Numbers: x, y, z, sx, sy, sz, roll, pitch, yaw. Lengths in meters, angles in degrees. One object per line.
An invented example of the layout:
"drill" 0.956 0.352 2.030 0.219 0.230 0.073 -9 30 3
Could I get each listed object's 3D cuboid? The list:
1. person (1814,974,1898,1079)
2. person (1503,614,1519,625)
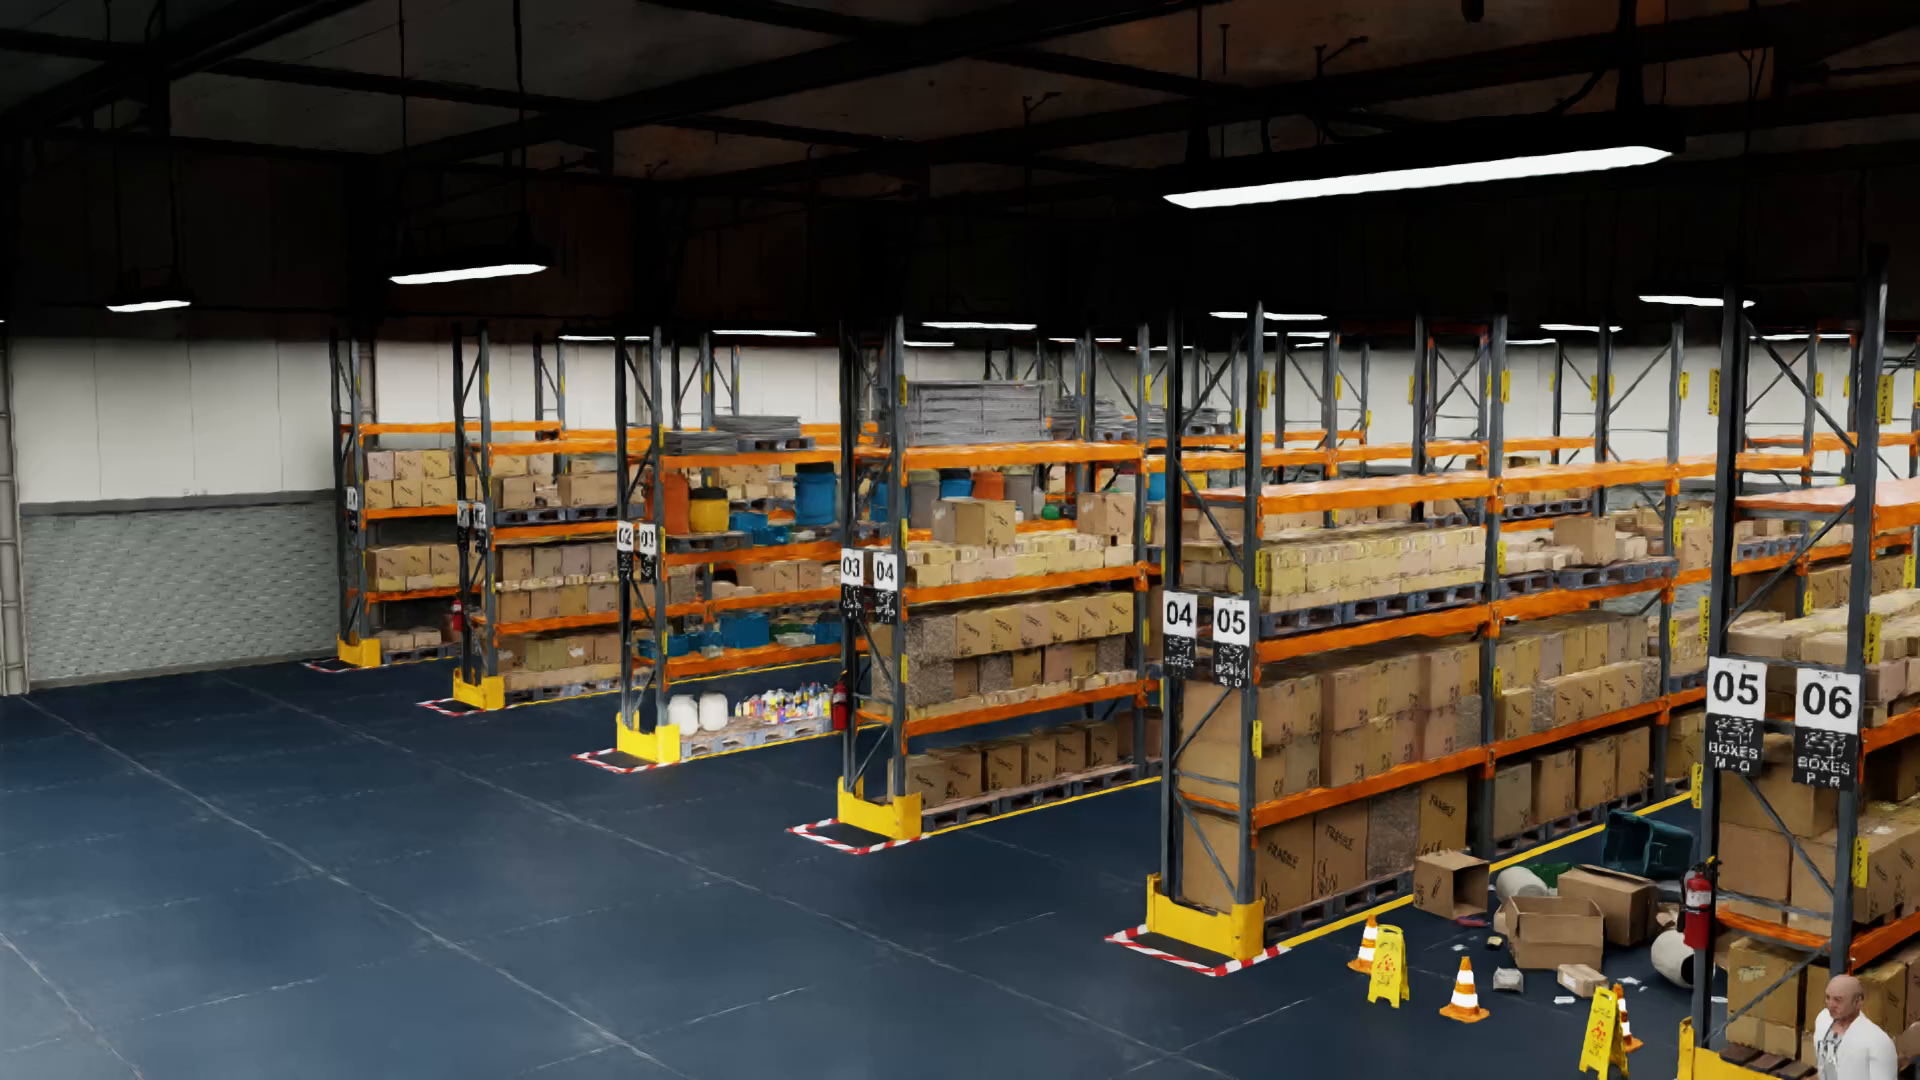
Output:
"person" 5.184 3.359 9.669 1.045 1.728 0.633 -2 6 -20
"person" 8.095 1.900 24.332 1.042 1.733 0.577 -5 8 -43
